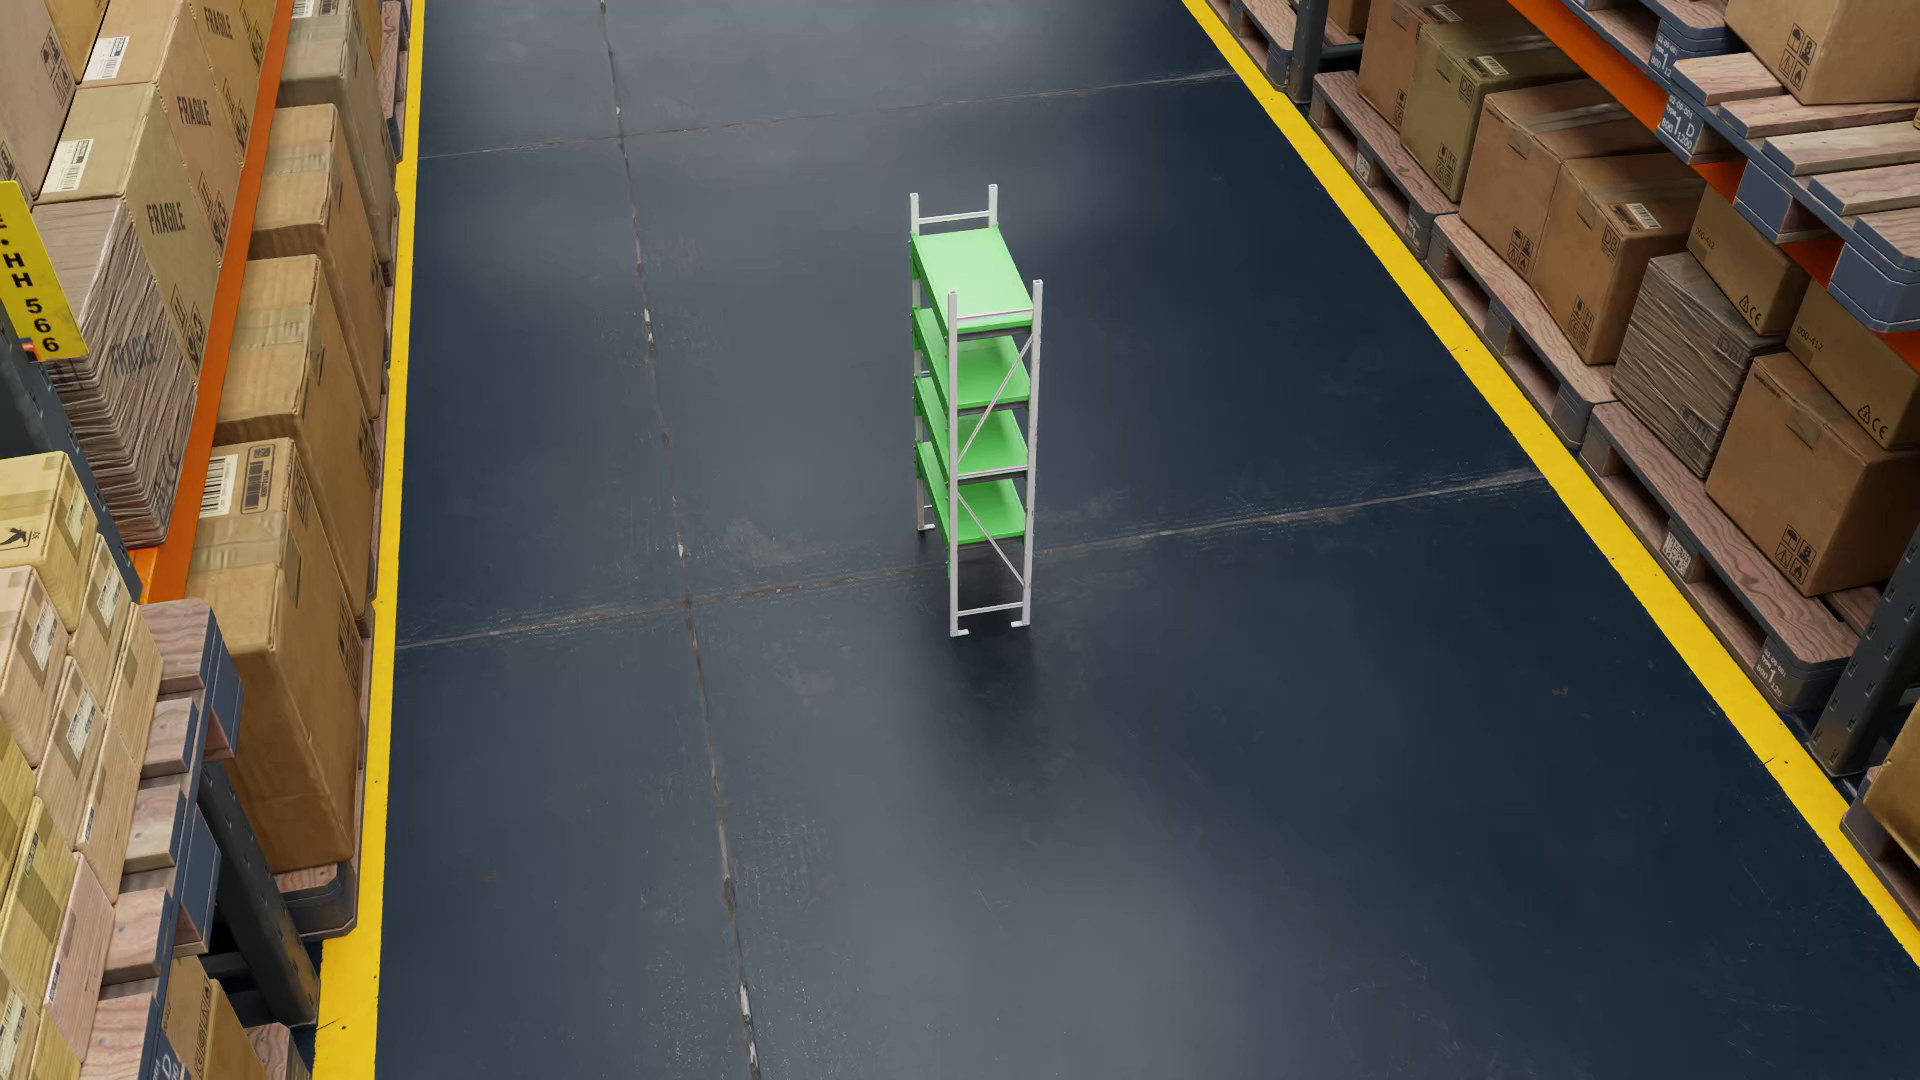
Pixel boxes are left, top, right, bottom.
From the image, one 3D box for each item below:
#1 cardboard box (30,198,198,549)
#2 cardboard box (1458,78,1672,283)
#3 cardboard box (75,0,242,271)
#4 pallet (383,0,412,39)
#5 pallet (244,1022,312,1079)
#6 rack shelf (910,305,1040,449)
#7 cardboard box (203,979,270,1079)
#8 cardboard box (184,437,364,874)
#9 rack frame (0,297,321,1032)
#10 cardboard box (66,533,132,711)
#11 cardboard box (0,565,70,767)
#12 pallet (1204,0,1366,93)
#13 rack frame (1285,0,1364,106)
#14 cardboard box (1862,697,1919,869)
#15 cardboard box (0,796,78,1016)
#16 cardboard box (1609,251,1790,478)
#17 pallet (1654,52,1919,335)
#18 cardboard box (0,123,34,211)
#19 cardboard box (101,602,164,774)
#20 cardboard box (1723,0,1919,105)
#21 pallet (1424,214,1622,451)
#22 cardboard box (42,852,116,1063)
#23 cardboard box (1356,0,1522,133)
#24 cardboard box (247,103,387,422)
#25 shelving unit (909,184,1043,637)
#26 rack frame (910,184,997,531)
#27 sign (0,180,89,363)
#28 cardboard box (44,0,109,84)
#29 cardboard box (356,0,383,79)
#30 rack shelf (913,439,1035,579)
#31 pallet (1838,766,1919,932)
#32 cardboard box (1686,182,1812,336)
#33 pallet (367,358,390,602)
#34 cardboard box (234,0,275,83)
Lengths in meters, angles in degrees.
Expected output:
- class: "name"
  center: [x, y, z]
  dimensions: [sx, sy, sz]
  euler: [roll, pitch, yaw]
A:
- class: "cardboard box"
  center: [-1.860, -0.303, 3.256]
  dimensions: [0.500, 0.500, 0.500]
  euler: [-8, 42, -9]
- class: "cardboard box"
  center: [2.292, -1.328, 6.038]
  dimensions: [0.700, 0.500, 0.500]
  euler: [-12, 43, -13]
- class: "cardboard box"
  center: [-2.081, -0.959, 3.995]
  dimensions: [0.500, 0.500, 0.500]
  euler: [-8, 42, -9]
- class: "pallet"
  center: [-3.245, -2.782, 8.225]
  dimensions: [1.003, 0.211, 1.213]
  euler: [-8, 42, -9]
- class: "pallet"
  center: [-1.859, 1.614, 3.273]
  dimensions: [1.003, 0.211, 1.213]
  euler: [-8, 42, -9]
- class: "rack shelf"
  center: [0.036, -0.473, 4.614]
  dimensions: [0.258, 0.148, 0.480]
  euler: [-8, 42, -9]
- class: "cardboard box"
  center: [-1.629, 1.231, 3.170]
  dimensions: [0.500, 0.500, 0.500]
  euler: [-9, 42, -9]
- class: "cardboard box"
  center: [-2.070, 0.341, 3.985]
  dimensions: [1.050, 0.750, 0.750]
  euler: [-9, 42, -10]
- class: "rack frame"
  center: [-2.027, 0.064, 2.918]
  dimensions: [1.000, 3.000, 0.127]
  euler: [-8, 42, -9]
- class: "cardboard box"
  center: [-1.475, 0.145, 2.476]
  dimensions: [0.380, 0.149, 0.250]
  euler: [-8, 42, -8]
- class: "cardboard box"
  center: [-1.421, 0.194, 2.197]
  dimensions: [0.380, 0.149, 0.250]
  euler: [-9, 42, -10]
- class: "pallet"
  center: [1.795, -2.561, 7.976]
  dimensions: [1.003, 0.211, 1.213]
  euler: [-8, 42, -9]
- class: "rack frame"
  center: [1.975, -3.174, 6.566]
  dimensions: [1.000, 3.000, 0.127]
  euler: [-8, 42, -9]
- class: "cardboard box"
  center: [2.967, 0.507, 3.703]
  dimensions: [1.225, 0.875, 0.875]
  euler: [-10, 43, -11]
- class: "cardboard box"
  center: [-1.357, 0.488, 2.090]
  dimensions: [0.380, 0.149, 0.250]
  euler: [-7, 42, -8]
- class: "cardboard box"
  center: [2.542, -0.600, 5.218]
  dimensions: [0.700, 0.500, 0.500]
  euler: [-12, 43, -13]
- class: "pallet"
  center: [2.580, -0.956, 4.212]
  dimensions: [1.213, 0.211, 1.003]
  euler: [-8, 42, -9]
- class: "cardboard box"
  center: [-2.114, -0.639, 2.882]
  dimensions: [0.700, 0.500, 0.500]
  euler: [-9, 42, -10]
- class: "cardboard box"
  center: [-1.471, 0.255, 2.576]
  dimensions: [0.380, 0.149, 0.250]
  euler: [-8, 42, -9]
- class: "cardboard box"
  center: [2.464, -1.467, 4.252]
  dimensions: [0.700, 0.500, 0.500]
  euler: [-3, 42, -3]
- class: "pallet"
  center: [2.411, -0.834, 6.030]
  dimensions: [1.003, 0.211, 1.213]
  euler: [-8, 42, -9]
- class: "cardboard box"
  center: [-1.364, 0.583, 2.206]
  dimensions: [0.380, 0.149, 0.250]
  euler: [-8, 42, -9]
- class: "cardboard box"
  center: [2.086, -2.002, 6.798]
  dimensions: [0.700, 0.500, 0.500]
  euler: [-11, 43, -13]
- class: "cardboard box"
  center: [-2.464, -0.829, 5.302]
  dimensions: [1.050, 0.750, 0.750]
  euler: [-8, 42, -9]
- class: "shelving unit"
  center: [0.036, -0.341, 4.731]
  dimensions: [0.258, 1.200, 0.503]
  euler: [-8, 42, -9]
- class: "rack frame"
  center: [-0.017, -0.500, 4.909]
  dimensions: [0.240, 1.200, 0.015]
  euler: [-8, 42, -9]
- class: "sign"
  center: [-1.499, -0.423, 2.654]
  dimensions: [0.100, 0.325, 0.005]
  euler: [-8, 42, -9]
- class: "cardboard box"
  center: [-2.337, -1.299, 3.626]
  dimensions: [0.700, 0.500, 0.500]
  euler: [-9, 42, -10]
- class: "cardboard box"
  center: [-2.957, -2.309, 6.875]
  dimensions: [0.875, 0.875, 0.875]
  euler: [-8, 42, -9]
- class: "rack shelf"
  center: [0.036, -0.114, 4.933]
  dimensions: [0.258, 0.148, 0.480]
  euler: [-8, 42, -9]
- class: "pallet"
  center: [2.935, 0.984, 3.983]
  dimensions: [1.003, 0.211, 1.213]
  euler: [-8, 42, -9]
- class: "cardboard box"
  center: [2.540, -0.863, 4.950]
  dimensions: [0.500, 0.250, 0.500]
  euler: [-4, 42, -4]
- class: "pallet"
  center: [-2.383, -0.204, 5.321]
  dimensions: [1.003, 0.211, 1.213]
  euler: [-8, 42, -9]
- class: "cardboard box"
  center: [-2.298, -1.611, 4.730]
  dimensions: [0.500, 0.500, 0.500]
  euler: [-8, 42, -9]
